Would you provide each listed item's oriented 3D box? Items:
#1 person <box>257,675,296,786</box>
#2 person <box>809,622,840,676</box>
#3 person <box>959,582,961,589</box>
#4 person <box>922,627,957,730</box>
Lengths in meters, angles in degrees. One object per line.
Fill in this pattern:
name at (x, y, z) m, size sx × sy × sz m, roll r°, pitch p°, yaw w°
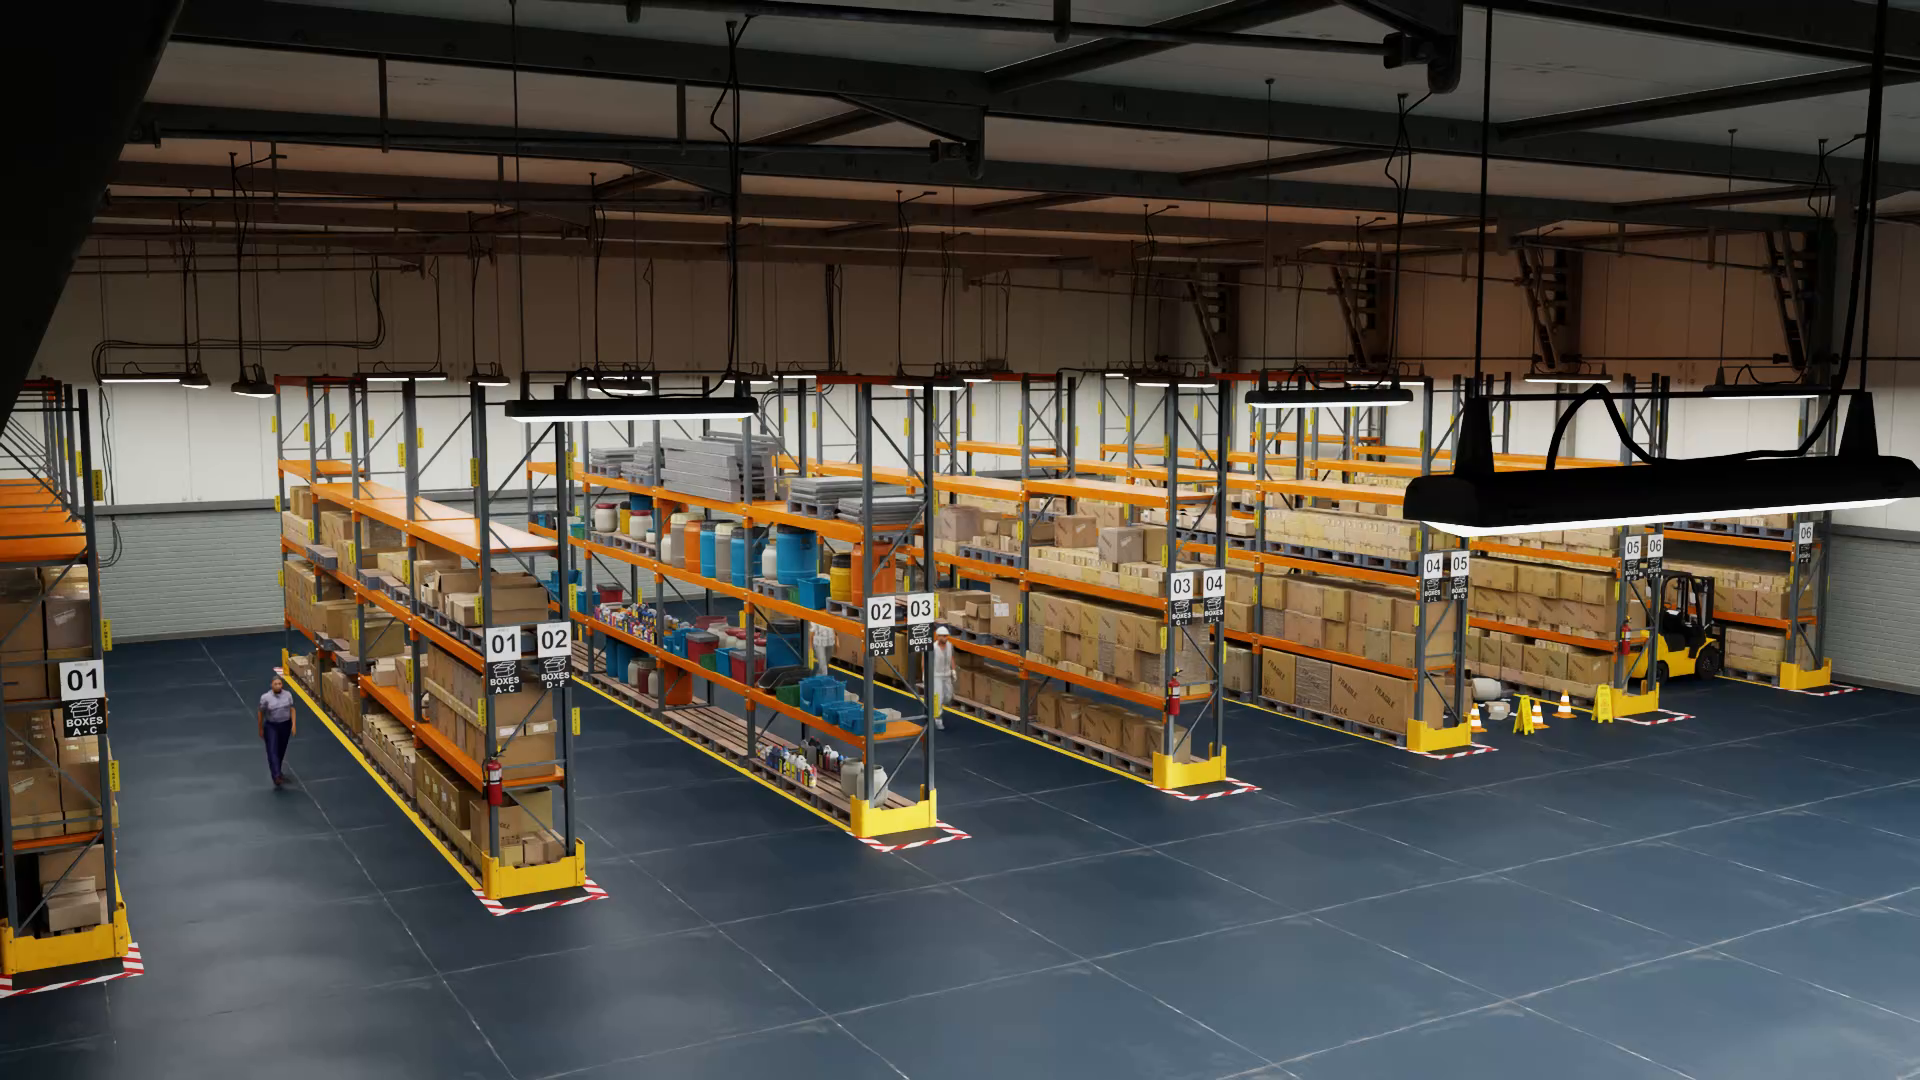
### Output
person at (-10.138, 2.810, 24.770) m, size 0.509 × 1.590 × 1.004 m, roll -6°, pitch 9°, yaw -45°
person at (-2.594, 2.017, 31.995) m, size 0.525 × 1.579 × 1.050 m, roll -4°, pitch 7°, yaw -33°
person at (-0.118, 1.661, 35.105) m, size 0.455 × 1.641 × 0.848 m, roll -4°, pitch 7°, yaw -32°
person at (-0.399, 2.339, 28.569) m, size 0.620 × 1.764 × 0.701 m, roll -5°, pitch 8°, yaw -36°
